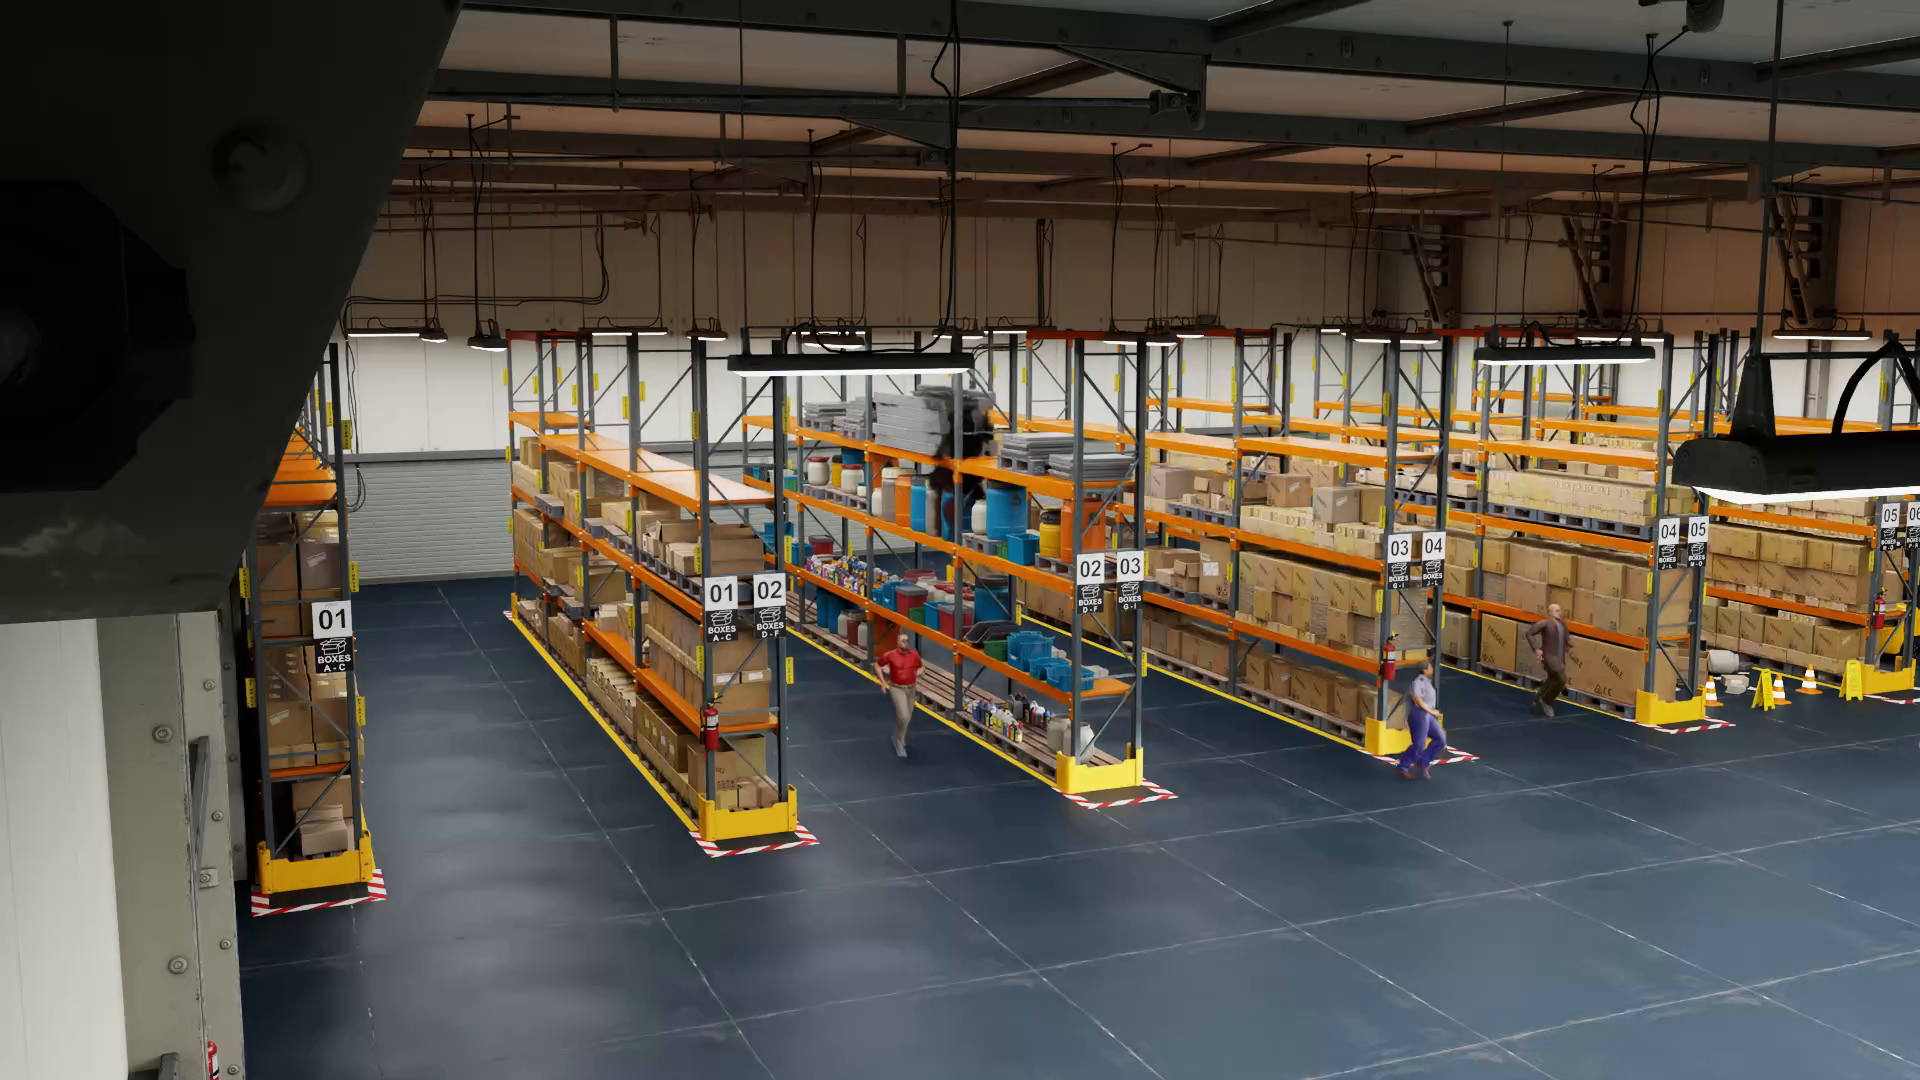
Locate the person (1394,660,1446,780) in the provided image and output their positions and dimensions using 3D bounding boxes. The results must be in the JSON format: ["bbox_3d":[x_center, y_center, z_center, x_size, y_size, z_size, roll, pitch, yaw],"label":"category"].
[{"bbox_3d":[6.340,2.458,22.783,0.634,1.630,0.677,3,8,24],"label":"person"}]

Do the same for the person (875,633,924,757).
[{"bbox_3d":[-0.819,2.236,24.000,0.631,1.798,0.740,-5,9,-34],"label":"person"}]

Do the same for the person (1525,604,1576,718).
[{"bbox_3d":[9.360,1.899,26.222,0.673,1.800,0.773,-5,9,-34],"label":"person"}]
